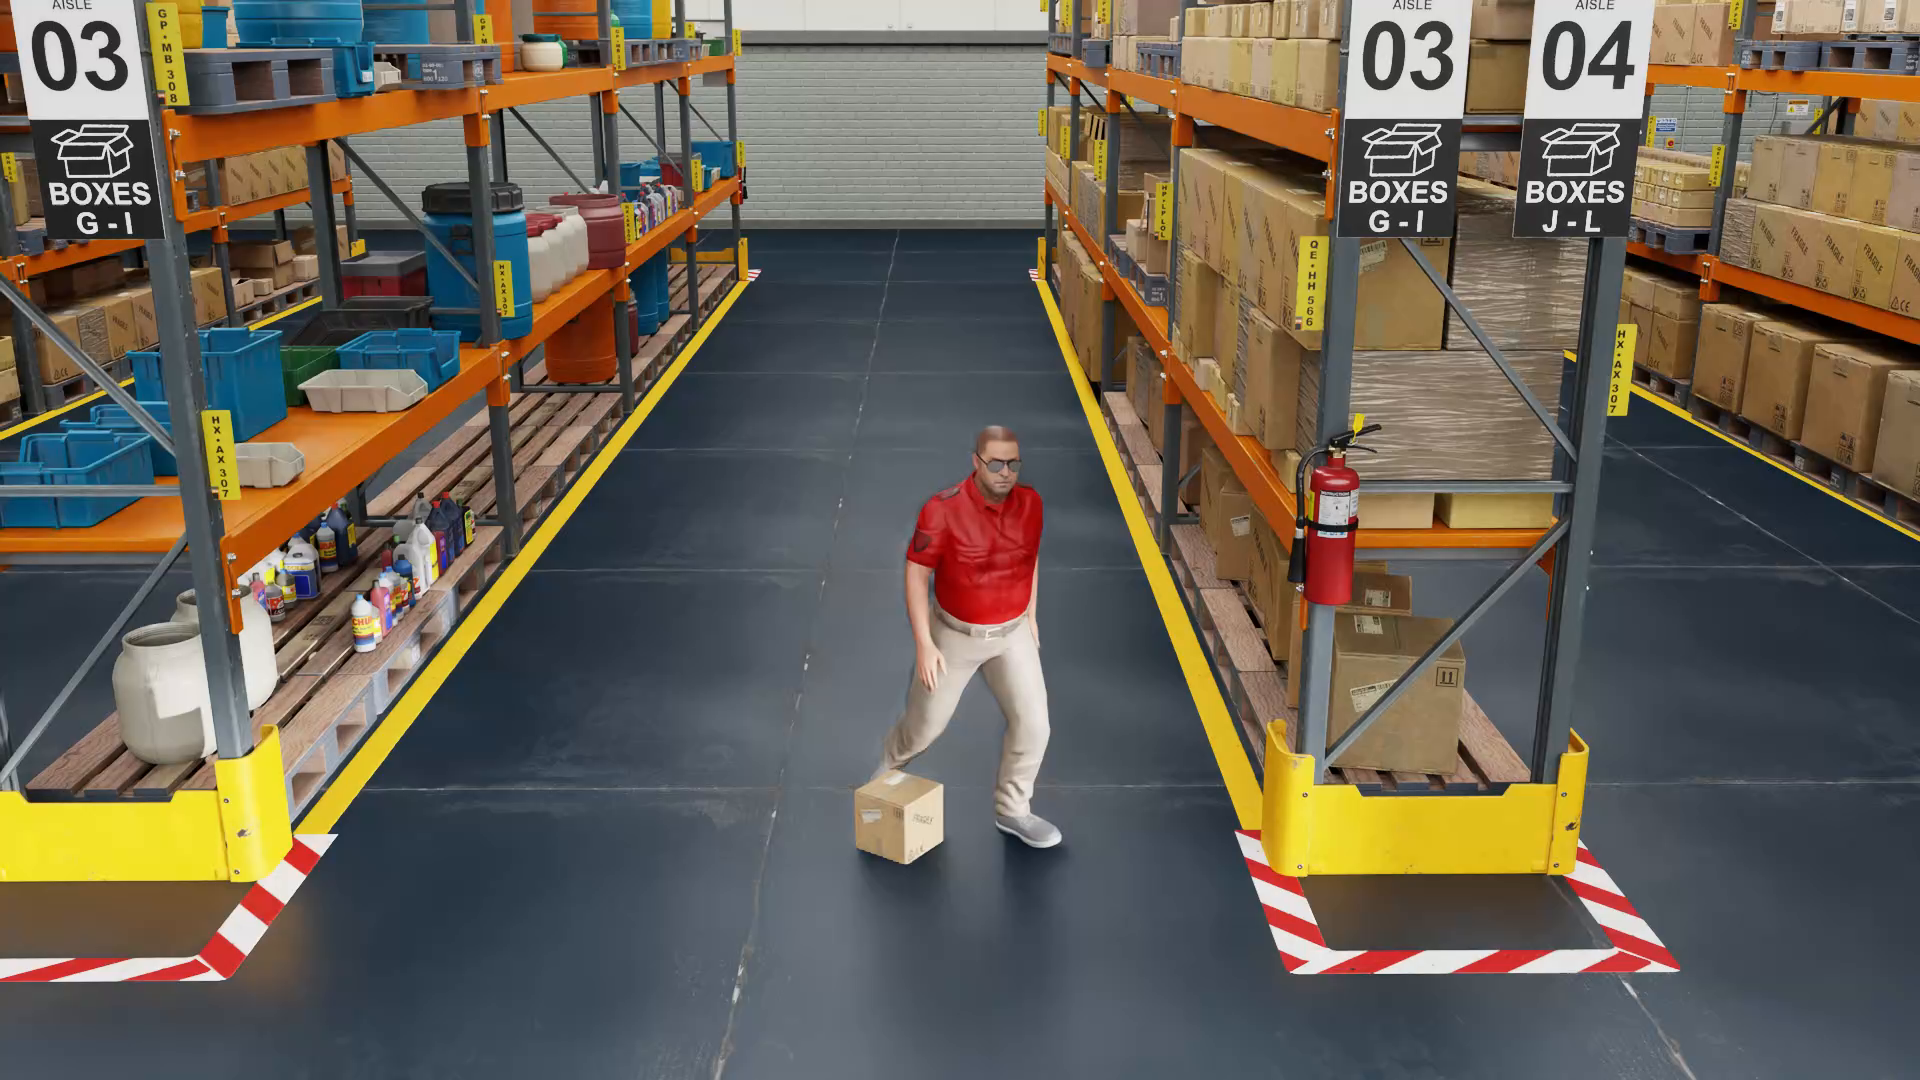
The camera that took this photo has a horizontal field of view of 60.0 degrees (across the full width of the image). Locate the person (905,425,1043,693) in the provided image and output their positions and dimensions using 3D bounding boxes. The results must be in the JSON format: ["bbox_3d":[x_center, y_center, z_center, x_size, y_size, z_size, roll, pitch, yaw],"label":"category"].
[{"bbox_3d":[0.083,0.056,6.282,0.623,1.015,0.366,-8,19,-23],"label":"person"}]
